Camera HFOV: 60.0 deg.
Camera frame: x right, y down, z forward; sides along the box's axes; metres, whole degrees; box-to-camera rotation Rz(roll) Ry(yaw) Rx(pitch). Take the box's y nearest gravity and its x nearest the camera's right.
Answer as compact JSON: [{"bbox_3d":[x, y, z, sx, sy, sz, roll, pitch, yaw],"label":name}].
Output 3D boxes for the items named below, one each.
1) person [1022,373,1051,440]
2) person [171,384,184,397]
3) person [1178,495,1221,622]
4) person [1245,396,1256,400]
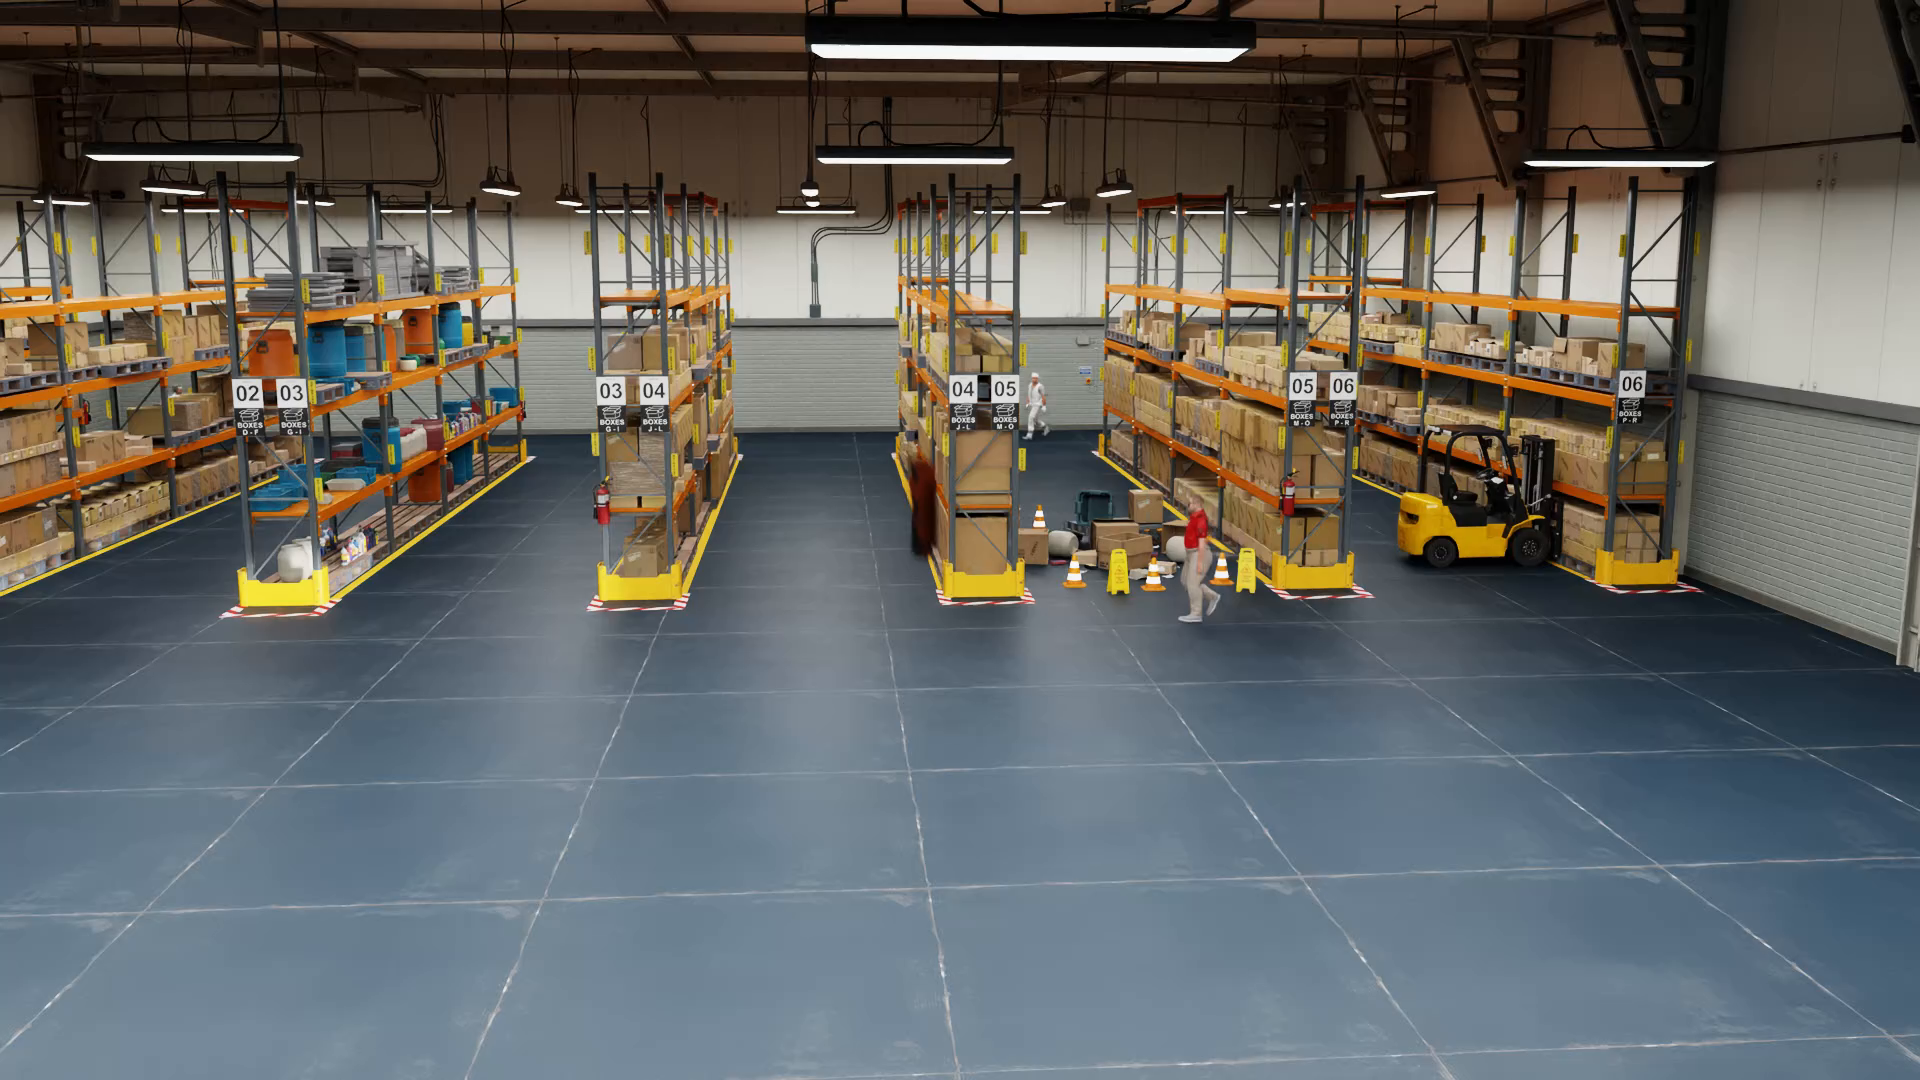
[{"bbox_3d":[2.000,-3.502,43.465,1.019,1.752,0.509,-7,12,-33],"label":"person"},{"bbox_3d":[-19.100,-2.975,40.704,0.410,1.693,0.474,0,10,-3],"label":"person"},{"bbox_3d":[3.246,0.238,22.296,0.630,1.711,0.532,-2,10,-9],"label":"person"},{"bbox_3d":[7.826,-3.583,43.969,1.136,1.731,0.564,-4,11,-22],"label":"person"}]
